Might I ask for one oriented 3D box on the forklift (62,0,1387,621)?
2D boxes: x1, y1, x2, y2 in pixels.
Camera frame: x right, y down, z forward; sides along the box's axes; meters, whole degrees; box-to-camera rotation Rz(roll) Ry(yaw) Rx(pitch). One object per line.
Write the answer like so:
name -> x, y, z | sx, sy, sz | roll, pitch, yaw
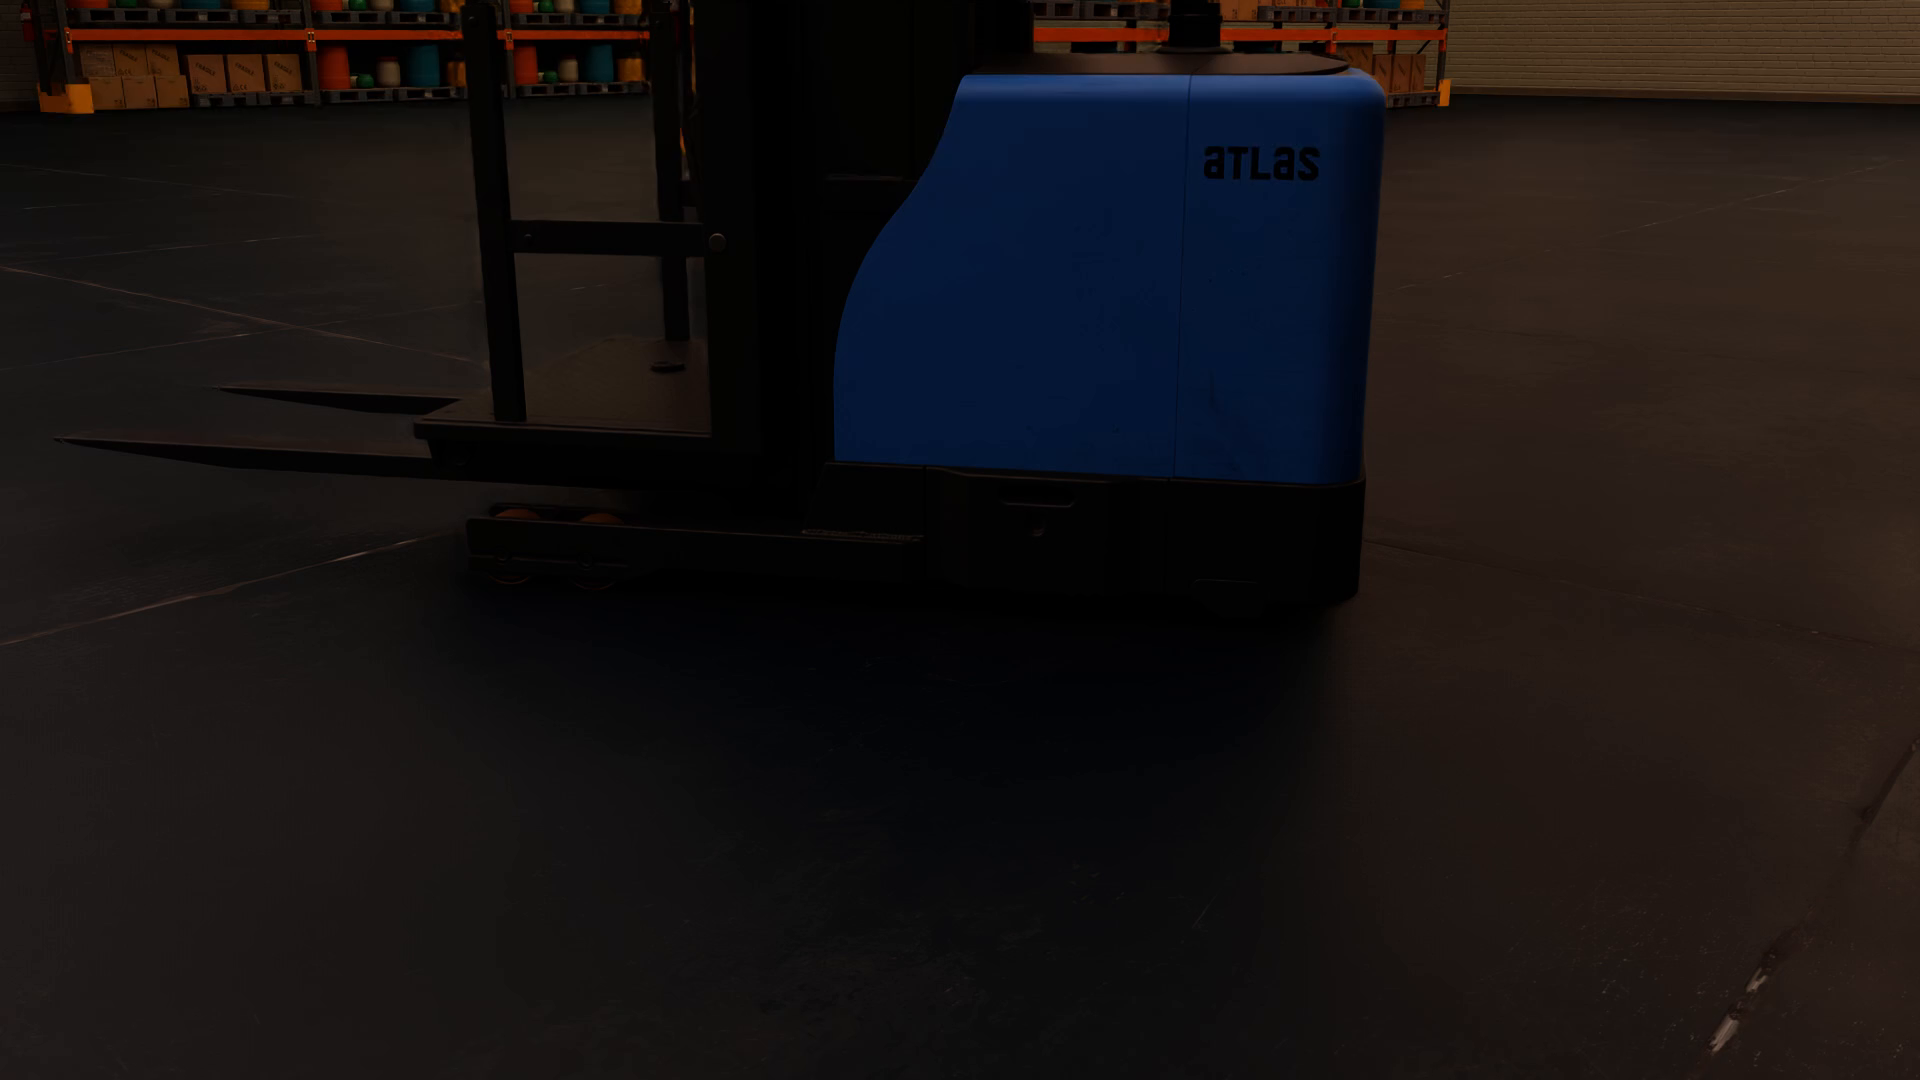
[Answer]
forklift -> -0.598, -1.438, 3.633 | 3.031, 2.935, 1.130 | 3, 17, 11
